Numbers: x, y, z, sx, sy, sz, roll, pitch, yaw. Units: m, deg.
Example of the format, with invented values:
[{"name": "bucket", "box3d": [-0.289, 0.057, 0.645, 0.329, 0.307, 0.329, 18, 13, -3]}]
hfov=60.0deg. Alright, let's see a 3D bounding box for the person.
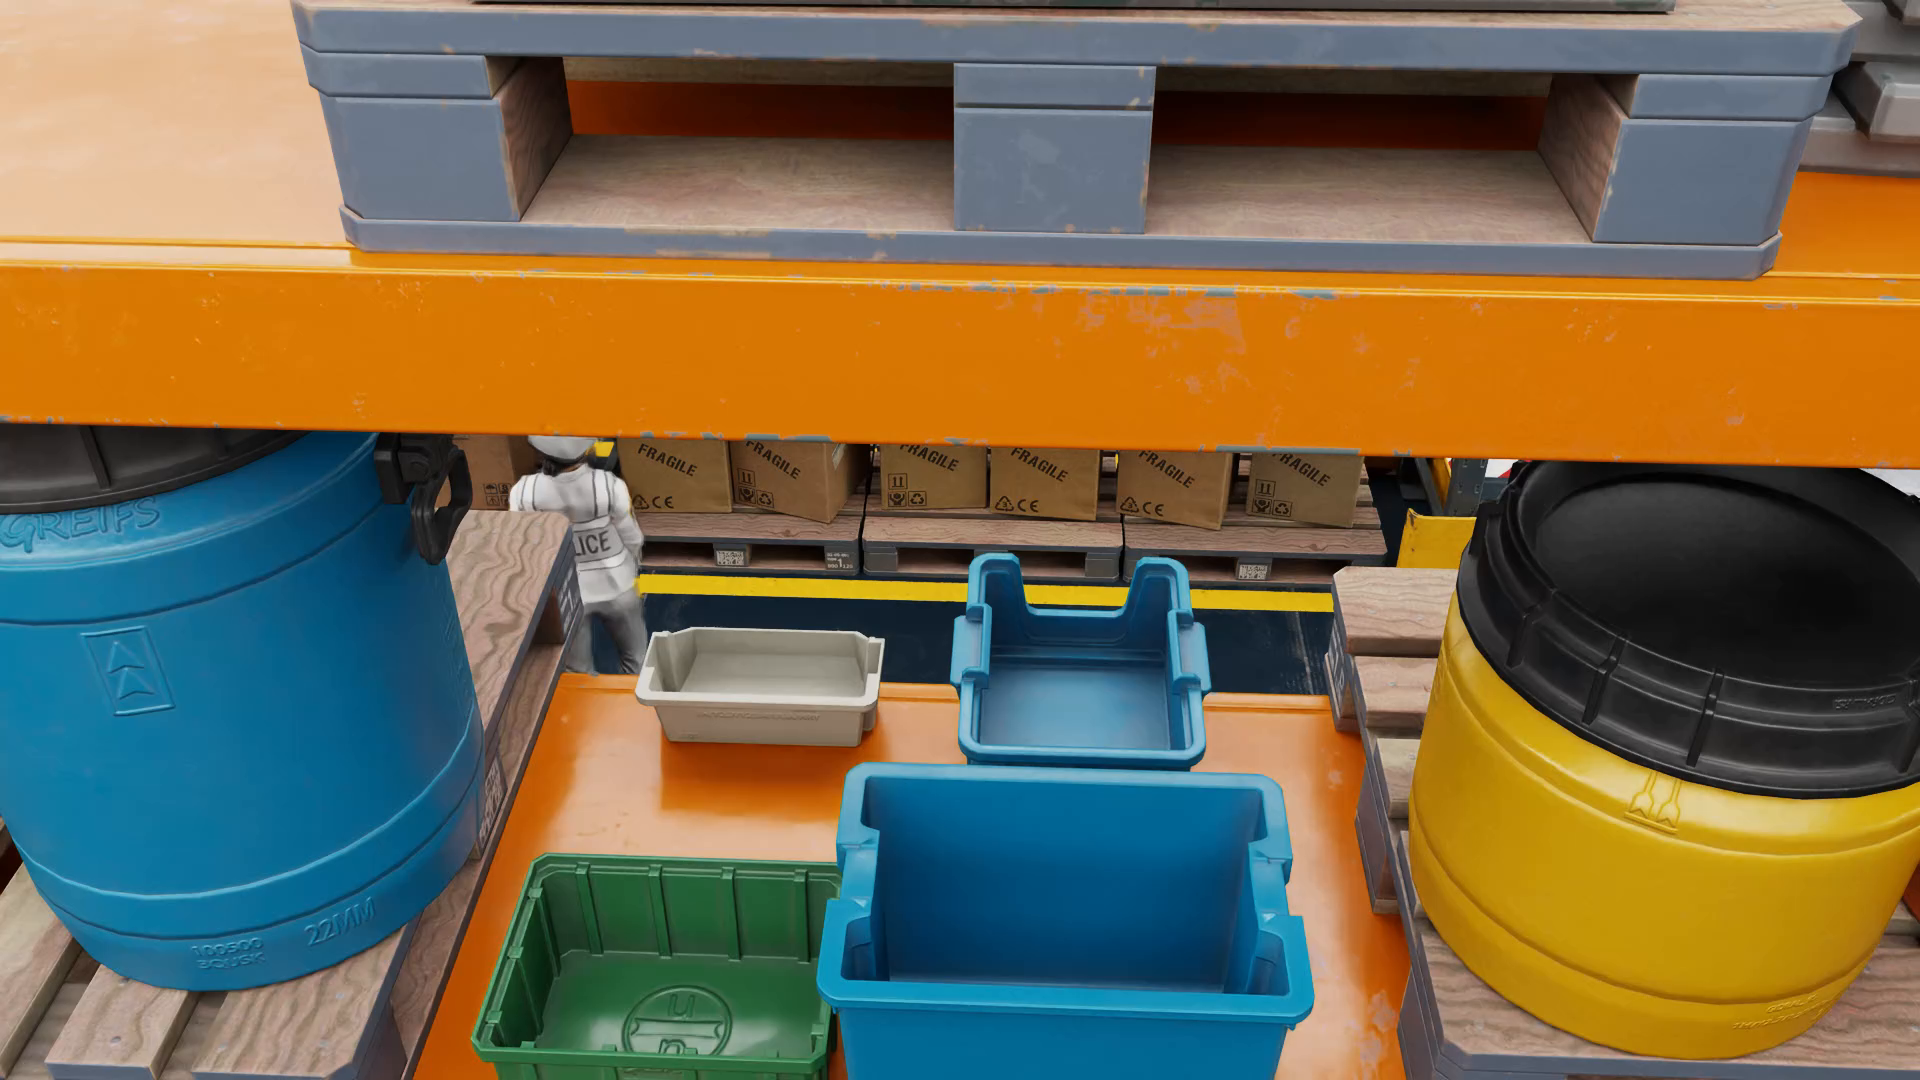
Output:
[{"name": "person", "box3d": [-1.447, 0.162, 6.372, 0.501, 1.694, 0.533, -8, 37, -11]}]
